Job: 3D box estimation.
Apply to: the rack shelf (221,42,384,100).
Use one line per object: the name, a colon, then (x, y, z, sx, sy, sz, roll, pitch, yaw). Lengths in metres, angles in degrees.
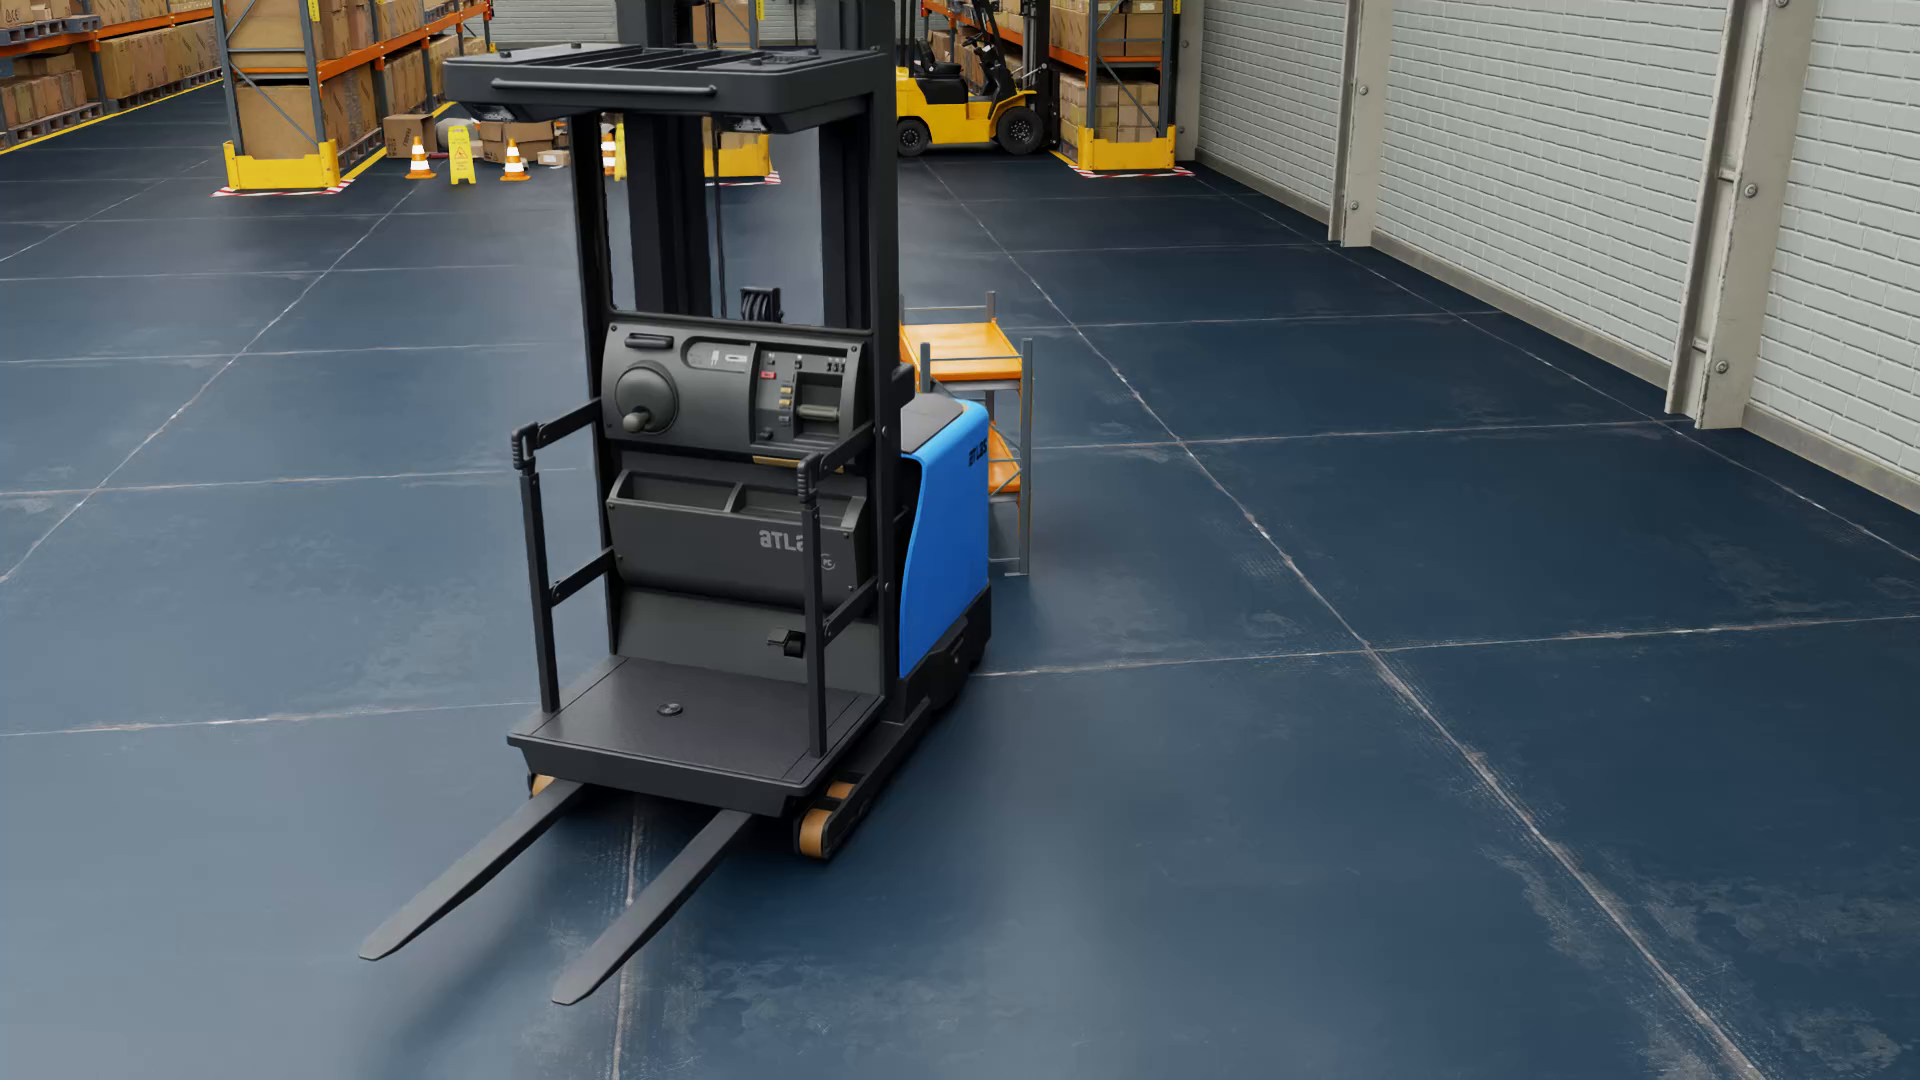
rack shelf: (-8.036, -5.835, 20.581, 1.077, 0.370, 4.000, -3, 21, -8)

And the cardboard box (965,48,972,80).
cardboard box: (0.387, -8.481, 29.609, 0.500, 0.500, 0.500, -4, 21, -10)

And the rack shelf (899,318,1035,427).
rack shelf: (-0.001, -0.803, 7.923, 0.538, 0.278, 1.000, -3, 21, -8)

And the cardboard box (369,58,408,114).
cardboard box: (-8.638, -6.552, 24.087, 1.050, 0.750, 0.750, -3, 21, -8)

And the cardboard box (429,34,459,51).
cardboard box: (-9.120, -8.766, 29.301, 0.500, 0.250, 0.500, -3, 21, -9)

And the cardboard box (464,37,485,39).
cardboard box: (-9.727, -9.989, 33.297, 0.380, 0.149, 0.250, -3, 21, -7)

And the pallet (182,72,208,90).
pallet: (-14.433, -8.380, 30.352, 1.003, 0.211, 1.213, -3, 21, -8)

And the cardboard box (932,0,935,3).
cardboard box: (-0.347, -10.862, 33.370, 0.380, 0.149, 0.250, -4, 21, -9)

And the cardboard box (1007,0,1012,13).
cardboard box: (0.997, -8.077, 25.055, 0.500, 0.250, 0.500, -3, 21, -7)

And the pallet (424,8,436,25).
pallet: (-9.109, -8.401, 26.696, 1.213, 0.211, 1.003, -3, 21, -8)

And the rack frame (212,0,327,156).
rack frame: (-7.748, -5.480, 18.601, 1.000, 3.000, 0.127, -3, 21, -8)

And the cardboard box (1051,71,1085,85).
cardboard box: (1.444, -6.063, 22.064, 0.500, 0.250, 0.500, -3, 21, -9)

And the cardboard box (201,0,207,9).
cardboard box: (-14.380, -10.051, 31.198, 0.380, 0.149, 0.250, -3, 21, -7)

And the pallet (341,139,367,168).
pallet: (-8.113, -4.868, 20.948, 1.003, 0.211, 1.213, -3, 21, -8)

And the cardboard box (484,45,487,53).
cardboard box: (-9.696, -9.852, 33.355, 0.380, 0.149, 0.250, -3, 21, -9)

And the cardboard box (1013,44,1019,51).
cardboard box: (1.115, -8.405, 28.478, 0.380, 0.149, 0.250, -2, 21, -6)

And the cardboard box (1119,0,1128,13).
cardboard box: (2.156, -6.580, 20.475, 0.380, 0.149, 0.250, -3, 21, -8)

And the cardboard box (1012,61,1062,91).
cardboard box: (1.280, -6.934, 25.289, 0.875, 0.625, 0.625, -3, 21, -8)

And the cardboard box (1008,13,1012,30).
cardboard box: (1.020, -7.839, 25.132, 0.500, 0.250, 0.500, -3, 21, -7)

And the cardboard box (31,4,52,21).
cardboard box: (-13.316, -7.604, 23.881, 0.396, 0.266, 0.258, -4, 21, -9)

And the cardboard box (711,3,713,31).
cardboard box: (-3.406, -6.648, 21.161, 0.500, 0.500, 0.500, -3, 21, -7)

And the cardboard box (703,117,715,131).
cardboard box: (-3.238, -5.289, 20.347, 0.500, 0.500, 0.500, -3, 21, -7)

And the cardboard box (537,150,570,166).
cardboard box: (-5.052, -4.781, 20.803, 0.380, 0.149, 0.250, 8, 22, 20)

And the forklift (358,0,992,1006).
forklift: (-0.835, -0.491, 5.342, 1.130, 2.935, 3.031, 7, 22, 18)

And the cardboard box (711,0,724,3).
cardboard box: (-3.154, -6.585, 19.562, 0.700, 0.500, 0.500, -3, 21, -9)

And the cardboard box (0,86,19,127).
cardboard box: (-13.315, -5.898, 22.665, 0.700, 0.500, 0.500, -5, 21, -12)

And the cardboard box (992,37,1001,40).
cardboard box: (0.792, -9.028, 30.145, 0.380, 0.149, 0.250, -2, 21, -6)

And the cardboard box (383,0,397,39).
cardboard box: (-8.208, -7.282, 23.283, 0.500, 0.500, 0.500, -3, 21, -7)

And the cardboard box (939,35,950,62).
cardboard box: (-0.031, -9.708, 32.893, 0.700, 0.500, 0.500, -4, 21, -10)

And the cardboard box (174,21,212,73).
cardboard box: (-14.546, -9.165, 30.904, 0.875, 0.875, 0.875, -3, 21, -8)

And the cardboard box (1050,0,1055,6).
cardboard box: (1.412, -7.183, 22.092, 0.380, 0.149, 0.250, -4, 21, -9)

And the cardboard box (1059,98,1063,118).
cardboard box: (1.511, -5.664, 21.708, 0.500, 0.250, 0.500, -3, 21, -9)

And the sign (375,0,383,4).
sign: (-7.776, -7.336, 22.220, 0.100, 0.325, 0.005, -3, 21, -8)

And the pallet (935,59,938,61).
pallet: (0.040, -9.526, 33.419, 1.003, 0.211, 1.213, -3, 21, -8)

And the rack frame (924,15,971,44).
rack frame: (-0.259, -11.556, 34.869, 1.000, 3.000, 0.127, -3, 21, -8)

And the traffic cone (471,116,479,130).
traffic cone: (-7.024, -6.217, 24.200, 0.336, 0.463, 0.334, -3, 21, -8)

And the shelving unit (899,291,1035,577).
shelving unit: (-0.001, -0.529, 8.026, 0.538, 1.125, 1.048, -3, 21, -8)

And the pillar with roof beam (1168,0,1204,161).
pillar with roof beam: (-1.422, -8.896, 19.173, 9.100, 9.000, 0.400, -3, 21, -8)

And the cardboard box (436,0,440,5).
cardboard box: (-9.034, -9.135, 28.147, 0.380, 0.149, 0.250, -2, 21, -5)

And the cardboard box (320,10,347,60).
cardboard box: (-7.904, -6.066, 19.955, 0.875, 0.550, 0.550, -3, 21, -8)

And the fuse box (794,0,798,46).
fuse box: (-3.907, -12.707, 39.793, 0.539, 1.711, 0.414, -3, 21, -8)

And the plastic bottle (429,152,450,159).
plastic bottle: (-6.657, -4.937, 21.346, 0.283, 0.061, 0.133, -11, 23, -26)

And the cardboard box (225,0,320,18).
cardboard box: (-7.763, -6.186, 18.735, 0.875, 0.550, 0.550, -3, 21, -8)

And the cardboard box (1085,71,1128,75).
cardboard box: (1.961, -6.093, 22.144, 0.500, 0.250, 0.500, -3, 21, -9)

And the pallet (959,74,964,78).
pallet: (0.472, -8.585, 30.900, 1.003, 0.211, 1.213, -3, 21, -8)

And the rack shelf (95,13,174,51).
rack shelf: (-14.112, -8.390, 27.420, 1.077, 0.370, 4.000, -3, 21, -8)

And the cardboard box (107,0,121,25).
cardboard box: (-13.701, -8.442, 26.388, 0.500, 0.500, 0.500, -3, 21, -9)

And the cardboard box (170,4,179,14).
cardboard box: (-14.114, -9.421, 29.512, 0.380, 0.149, 0.250, -3, 21, -8)

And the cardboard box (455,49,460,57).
cardboard box: (-9.122, -8.417, 29.437, 0.500, 0.500, 0.500, -3, 21, -9)
